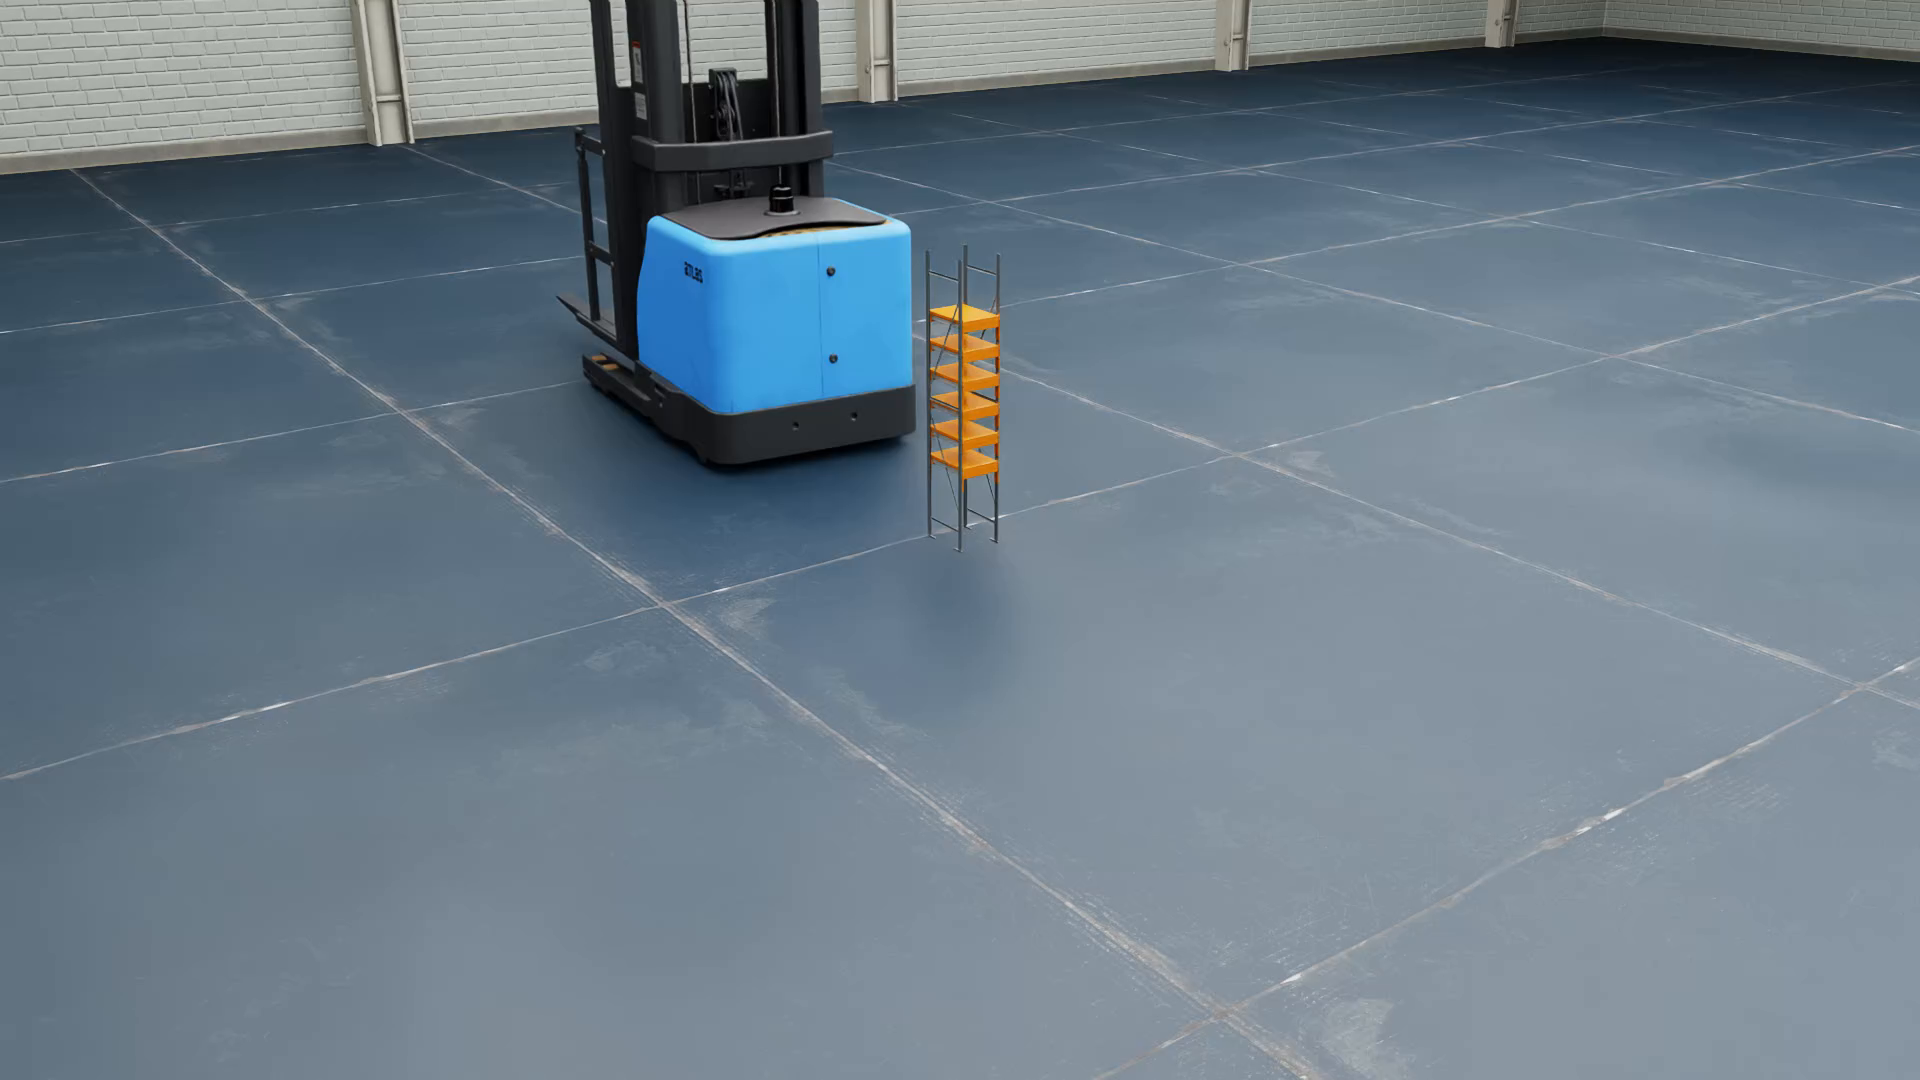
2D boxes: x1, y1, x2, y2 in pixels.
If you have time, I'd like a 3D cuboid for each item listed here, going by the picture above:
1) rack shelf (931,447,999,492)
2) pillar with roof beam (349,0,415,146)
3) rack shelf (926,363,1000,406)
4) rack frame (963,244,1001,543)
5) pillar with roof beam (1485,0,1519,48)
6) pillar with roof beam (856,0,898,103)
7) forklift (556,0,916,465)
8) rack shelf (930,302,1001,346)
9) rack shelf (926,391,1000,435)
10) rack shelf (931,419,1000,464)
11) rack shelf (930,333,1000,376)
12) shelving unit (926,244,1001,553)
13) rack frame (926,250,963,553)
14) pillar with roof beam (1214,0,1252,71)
[{"bbox_3d":[0.012,-0.296,6.787,0.180,0.103,0.258,-15,26,-33],"label":"rack shelf"},{"bbox_3d":[-3.367,-6.992,12.276,0.400,9.000,9.100,-15,26,-33],"label":"pillar with roof beam"},{"bbox_3d":[0.012,-0.631,6.654,0.180,0.103,0.258,-15,26,-33],"label":"rack shelf"},{"bbox_3d":[0.086,-0.580,6.731,0.006,1.200,0.240,-15,26,-33],"label":"rack frame"},{"bbox_3d":[11.245,-10.888,22.040,0.400,9.000,9.100,-15,26,-33],"label":"pillar with roof beam"},{"bbox_3d":[1.504,-8.291,15.531,0.400,9.000,9.100,-15,26,-33],"label":"pillar with roof beam"},{"bbox_3d":[-1.381,-2.206,8.469,1.130,2.935,3.031,-12,25,-28],"label":"forklift"},{"bbox_3d":[0.012,-0.853,6.565,0.180,0.103,0.258,-15,26,-33],"label":"rack shelf"},{"bbox_3d":[0.012,-0.519,6.698,0.180,0.103,0.258,-15,26,-33],"label":"rack shelf"},{"bbox_3d":[0.012,-0.408,6.743,0.180,0.103,0.258,-15,26,-33],"label":"rack shelf"},{"bbox_3d":[0.012,-0.742,6.609,0.180,0.103,0.258,-15,26,-33],"label":"rack shelf"},{"bbox_3d":[0.012,-0.560,6.682,0.189,1.200,0.258,-15,26,-33],"label":"shelving unit"},{"bbox_3d":[-0.063,-0.541,6.632,0.006,1.200,0.240,-15,26,-33],"label":"rack frame"},{"bbox_3d":[6.374,-9.589,18.785,0.400,9.000,9.100,-15,26,-33],"label":"pillar with roof beam"}]
